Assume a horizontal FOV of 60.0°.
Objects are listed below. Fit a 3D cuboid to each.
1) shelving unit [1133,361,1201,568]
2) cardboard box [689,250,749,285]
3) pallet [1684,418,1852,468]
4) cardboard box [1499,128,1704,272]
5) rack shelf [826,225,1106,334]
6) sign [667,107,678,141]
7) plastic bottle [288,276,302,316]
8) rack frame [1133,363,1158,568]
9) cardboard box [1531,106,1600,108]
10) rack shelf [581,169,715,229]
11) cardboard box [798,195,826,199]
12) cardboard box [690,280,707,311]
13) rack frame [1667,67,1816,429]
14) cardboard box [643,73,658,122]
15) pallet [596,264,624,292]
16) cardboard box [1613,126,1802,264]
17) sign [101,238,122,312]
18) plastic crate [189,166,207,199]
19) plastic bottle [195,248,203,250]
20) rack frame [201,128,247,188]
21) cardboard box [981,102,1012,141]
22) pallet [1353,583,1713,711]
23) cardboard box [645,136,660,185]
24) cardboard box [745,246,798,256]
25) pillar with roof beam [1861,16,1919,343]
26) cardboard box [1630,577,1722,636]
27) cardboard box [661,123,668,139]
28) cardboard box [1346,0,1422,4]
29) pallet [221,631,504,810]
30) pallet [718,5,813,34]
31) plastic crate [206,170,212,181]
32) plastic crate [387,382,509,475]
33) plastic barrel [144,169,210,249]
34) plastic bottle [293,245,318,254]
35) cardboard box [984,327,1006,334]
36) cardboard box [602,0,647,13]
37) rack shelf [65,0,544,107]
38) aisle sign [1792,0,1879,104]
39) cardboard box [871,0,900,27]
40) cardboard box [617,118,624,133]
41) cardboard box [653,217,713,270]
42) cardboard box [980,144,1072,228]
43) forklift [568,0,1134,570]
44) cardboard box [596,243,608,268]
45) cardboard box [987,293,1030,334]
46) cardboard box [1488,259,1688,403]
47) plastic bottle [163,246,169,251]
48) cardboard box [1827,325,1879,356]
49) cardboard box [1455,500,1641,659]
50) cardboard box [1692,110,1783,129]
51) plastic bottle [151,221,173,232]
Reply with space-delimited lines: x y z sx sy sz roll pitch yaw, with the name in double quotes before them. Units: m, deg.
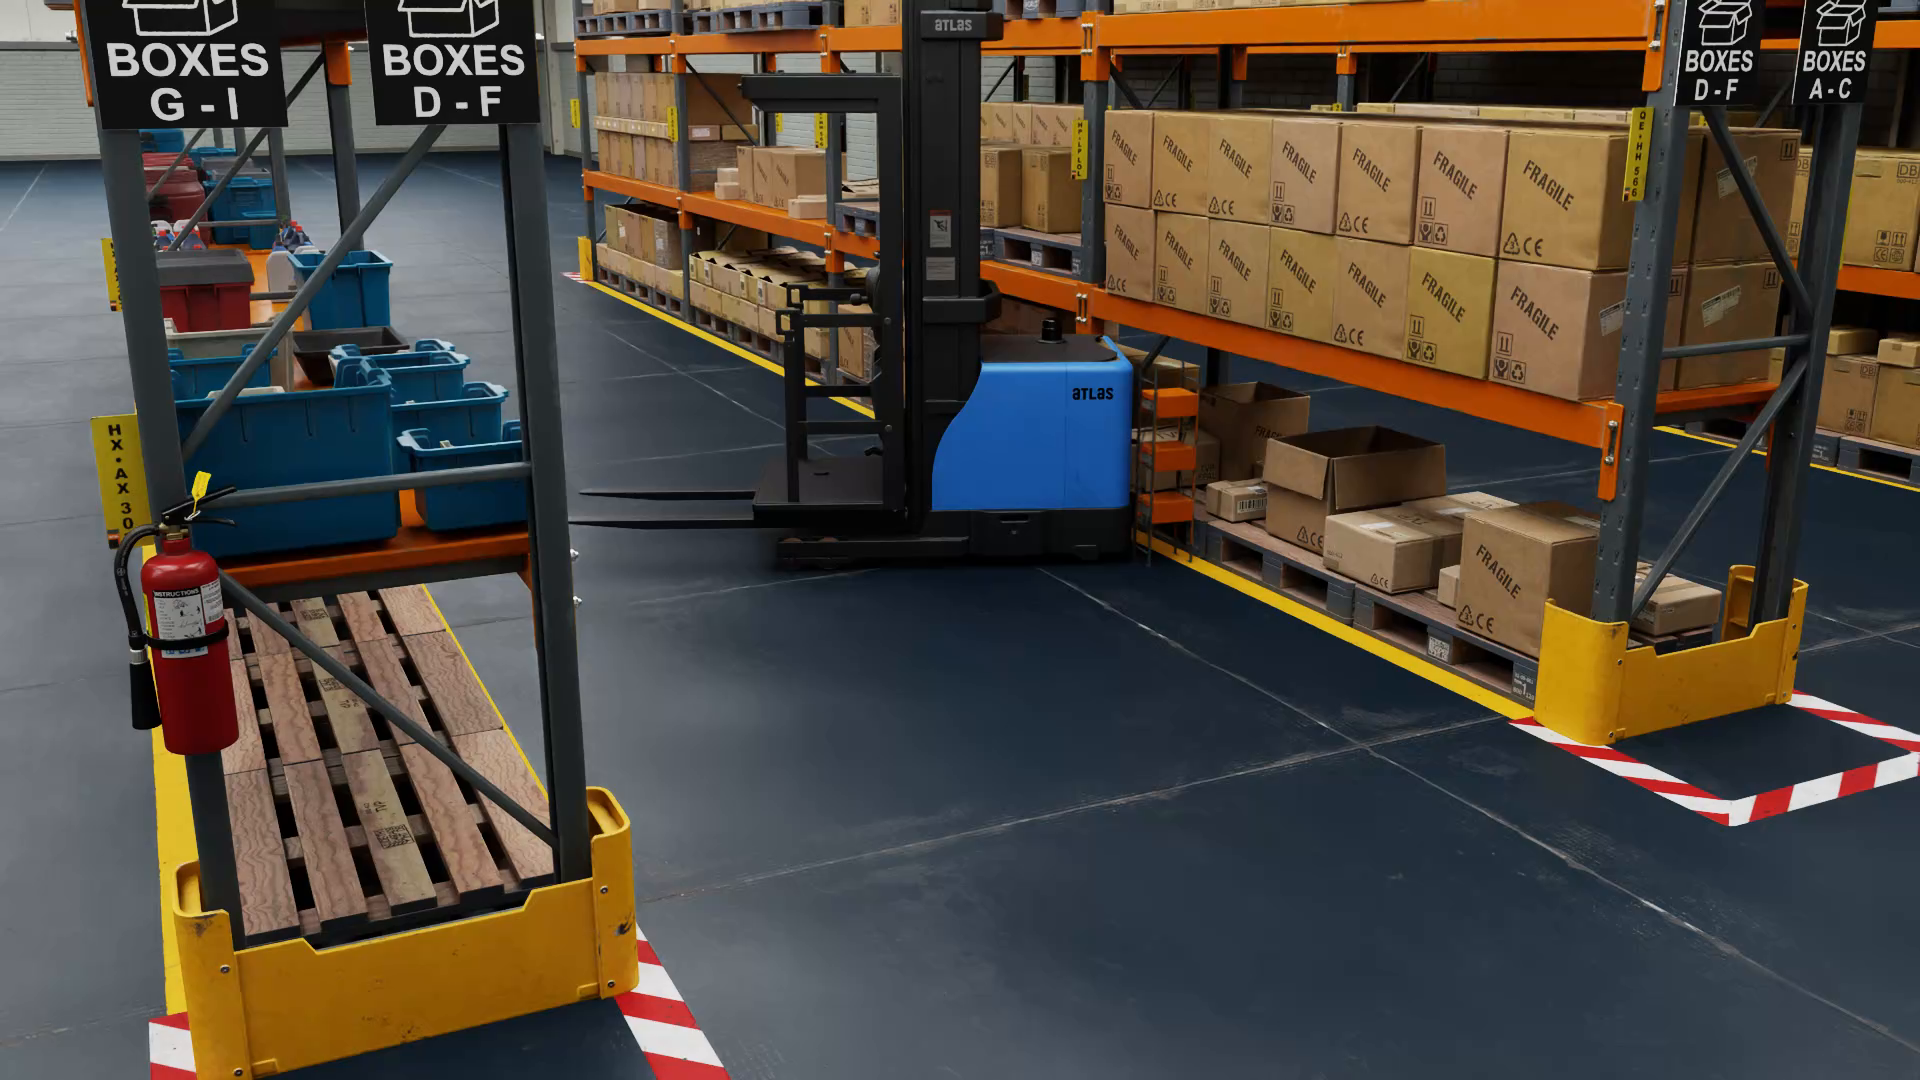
"shelving unit" 1.081 -0.396 8.723 0.252 1.050 0.215 -5 17 -19
"cardboard box" -2.372 -2.722 16.504 0.500 0.311 0.500 -8 18 -25
"pallet" 5.889 -0.782 11.593 1.003 0.211 1.213 -8 18 -25
"cardboard box" 2.485 -1.335 6.470 0.500 0.500 0.500 -8 18 -25
"rack shelf" 0.299 -1.871 11.637 1.077 0.370 4.000 -8 18 -25
"sign" -2.828 -4.091 16.356 0.100 0.325 0.005 -8 18 -25
"plastic bottle" -3.404 -1.260 8.562 0.097 0.201 0.097 0 16 0
"rack frame" 0.966 -0.385 8.684 0.008 1.050 0.200 -5 17 -19
"cardboard box" 4.975 -3.410 13.578 0.500 0.250 0.500 -8 18 -26
"rack shelf" -3.206 -3.855 18.549 1.077 0.370 4.000 -8 18 -25
"cardboard box" -1.187 -2.901 14.378 0.380 0.149 0.250 -6 17 -21
"cardboard box" -2.376 -2.455 16.590 0.500 0.250 0.500 -8 18 -26
"rack frame" 5.627 -2.320 11.898 1.000 3.000 0.127 -8 18 -25
"cardboard box" -2.971 -4.735 17.779 0.700 0.500 0.500 -8 18 -25
"pallet" -3.709 -3.171 19.919 1.003 0.211 1.213 -8 18 -25
"cardboard box" 2.970 -1.400 6.696 0.500 0.500 0.500 -7 17 -23
"sign" -3.775 -1.190 7.458 0.100 0.325 0.005 -8 18 -25
"plastic crate" -6.899 -3.222 15.154 0.767 0.338 0.504 -8 18 -25
"plastic bottle" -3.846 -1.305 8.451 0.144 0.351 0.185 -8 18 -25
"rack frame" -6.784 -3.107 14.639 1.000 3.000 0.127 -8 18 -25
"cardboard box" 0.516 -5.315 21.211 0.500 0.500 0.500 -8 18 -25
"pallet" 2.544 0.395 7.492 1.003 0.211 1.213 -8 18 -25
"cardboard box" -2.983 -4.117 17.977 0.700 0.500 0.500 -7 18 -24
"cardboard box" -1.894 -2.788 16.736 0.500 0.311 0.500 -8 18 -25
"pillar with roof beam" 2.841 -4.615 9.018 9.100 9.000 0.400 -8 18 -25
"cardboard box" 3.053 0.284 7.192 0.380 0.149 0.250 -8 18 -25
"cardboard box" -2.865 -4.232 17.203 0.380 0.149 0.250 -8 18 -27
"cardboard box" 2.025 -2.442 7.156 0.500 0.250 0.500 -8 18 -25
"pallet" -2.384 0.698 6.437 1.003 0.211 1.213 -8 18 -25
"pallet" -1.448 -4.498 14.392 1.003 0.211 1.213 -7 17 -22
"plastic crate" -6.021 -2.863 13.819 0.392 0.384 0.575 -8 18 -25
"plastic crate" -1.627 -0.344 5.206 0.416 0.233 0.300 -8 18 -25
"plastic barrel" -5.507 -2.259 11.437 0.600 0.536 0.708 -8 18 -25
"plastic bottle" -3.647 -1.511 9.305 0.152 0.276 0.135 -8 18 -25
"cardboard box" 0.505 -1.261 11.942 0.500 0.500 0.500 -8 18 -27
"cardboard box" -3.600 -6.011 18.123 0.500 0.500 0.500 -8 18 -25
"rack shelf" -2.403 -1.723 5.684 1.077 0.370 4.000 -8 18 -25
"aisle sign" 3.221 -1.997 6.059 0.394 0.787 0.004 -8 18 -25
"cardboard box" -0.132 -3.972 12.034 0.910 0.500 0.500 -8 18 -25
"cardboard box" -3.650 -4.677 18.754 0.380 0.149 0.250 -8 18 -27
"cardboard box" -2.938 -3.159 17.685 0.500 0.500 0.500 -8 18 -25
"cardboard box" 0.346 -2.401 11.238 0.700 0.500 0.500 -13 21 -39
"forklift" -0.622 -1.401 8.820 3.031 2.935 1.130 -1 16 -2
"cardboard box" -4.047 -3.417 19.942 0.500 0.250 0.500 -8 18 -25
"cardboard box" 0.524 -1.613 11.808 0.500 0.250 0.500 -8 18 -26
"cardboard box" 2.487 -0.855 6.612 0.500 0.500 0.500 -7 17 -23
"plastic bottle" -4.057 -1.334 8.550 0.144 0.351 0.185 -8 18 -25
"cardboard box" 5.848 -1.328 11.034 0.380 0.149 0.250 -7 17 -23
"cardboard box" 2.468 0.156 7.003 0.500 0.500 0.500 -8 18 -25
"cardboard box" 5.659 -3.027 12.245 0.500 0.250 0.500 -7 17 -23
"plastic bottle" -5.133 -1.909 10.690 0.152 0.276 0.135 -8 18 -25
